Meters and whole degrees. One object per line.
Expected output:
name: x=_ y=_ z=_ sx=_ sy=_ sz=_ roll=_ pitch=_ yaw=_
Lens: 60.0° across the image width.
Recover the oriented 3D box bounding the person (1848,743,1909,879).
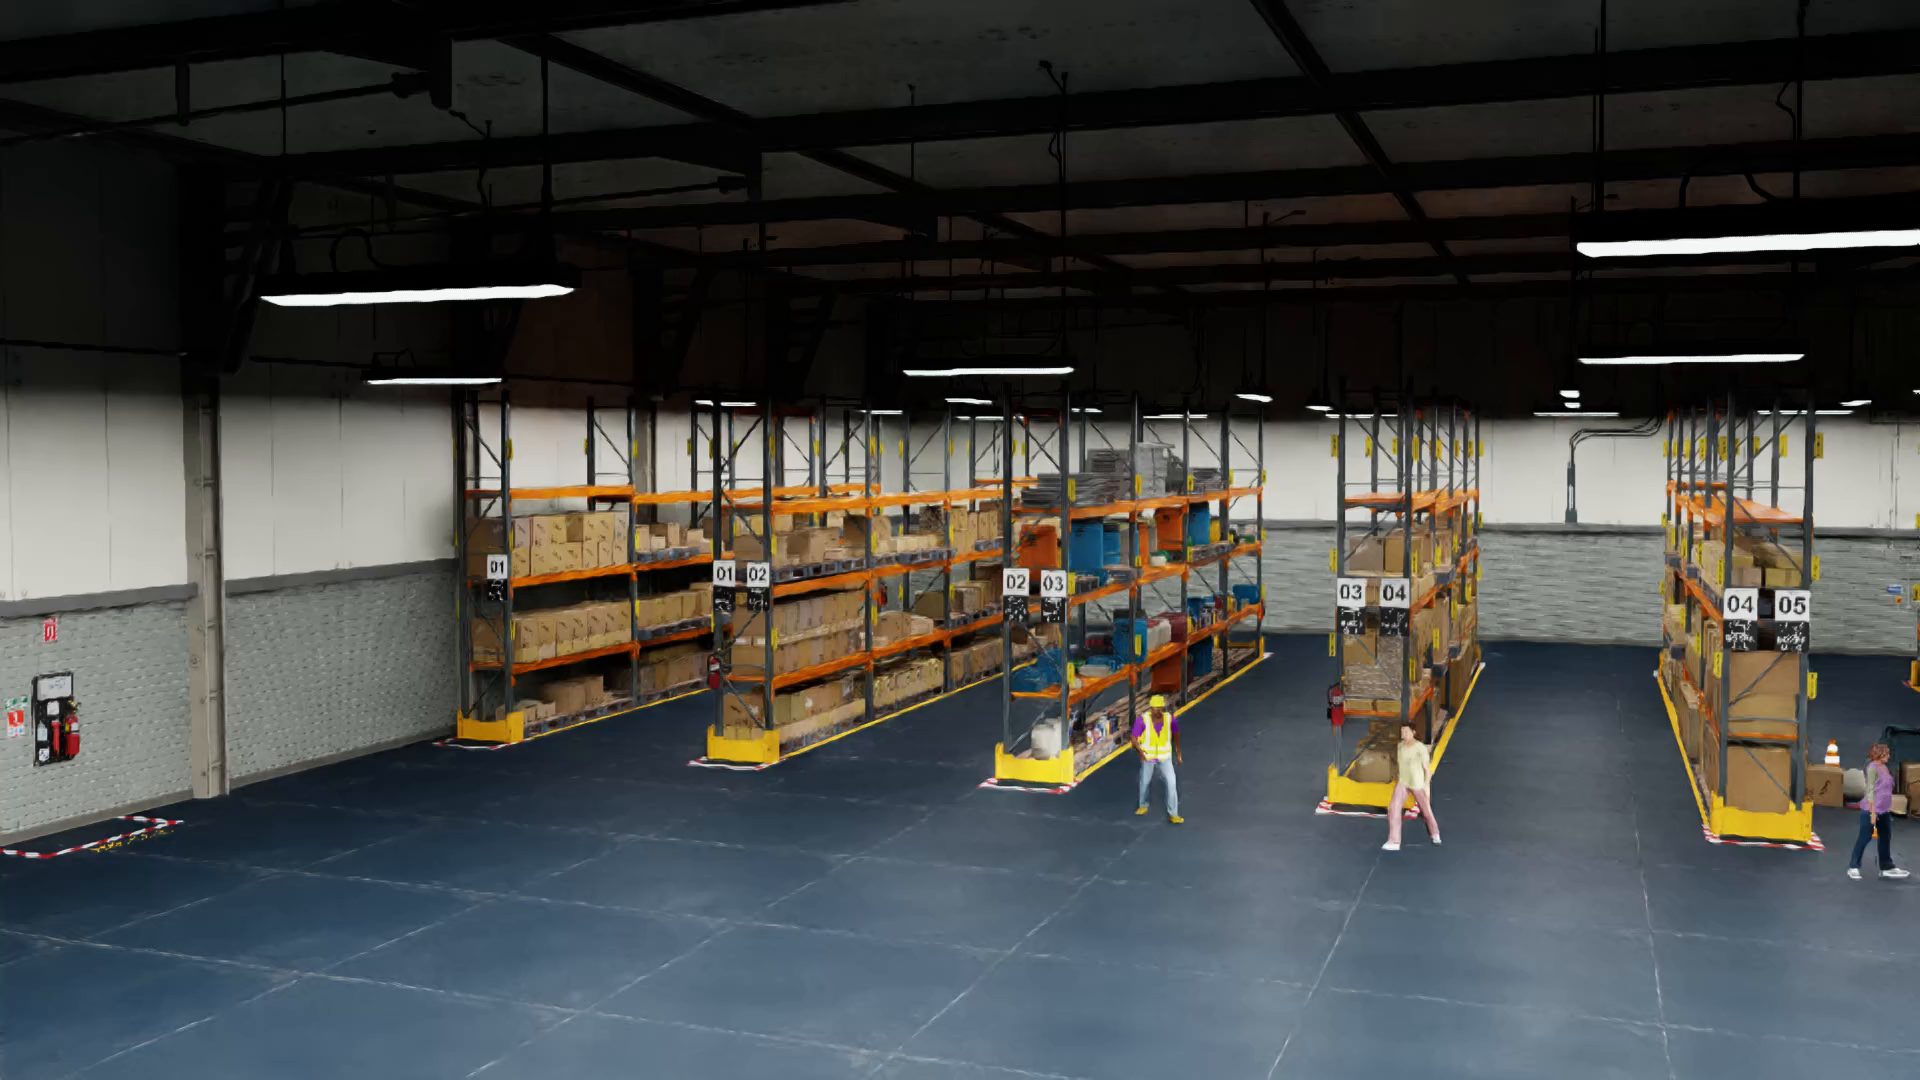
person: x=10.649 y=3.130 z=19.299 sx=0.623 sy=1.588 sz=0.495 roll=-2 pitch=4 yaw=-37

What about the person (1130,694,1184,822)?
person: x=2.646 y=2.912 z=22.414 sx=0.708 sy=1.702 sz=0.842 roll=0 pitch=3 yaw=3

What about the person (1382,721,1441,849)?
person: x=5.677 y=3.050 z=20.798 sx=0.483 sy=1.611 sz=0.949 roll=3 pitch=4 yaw=41
